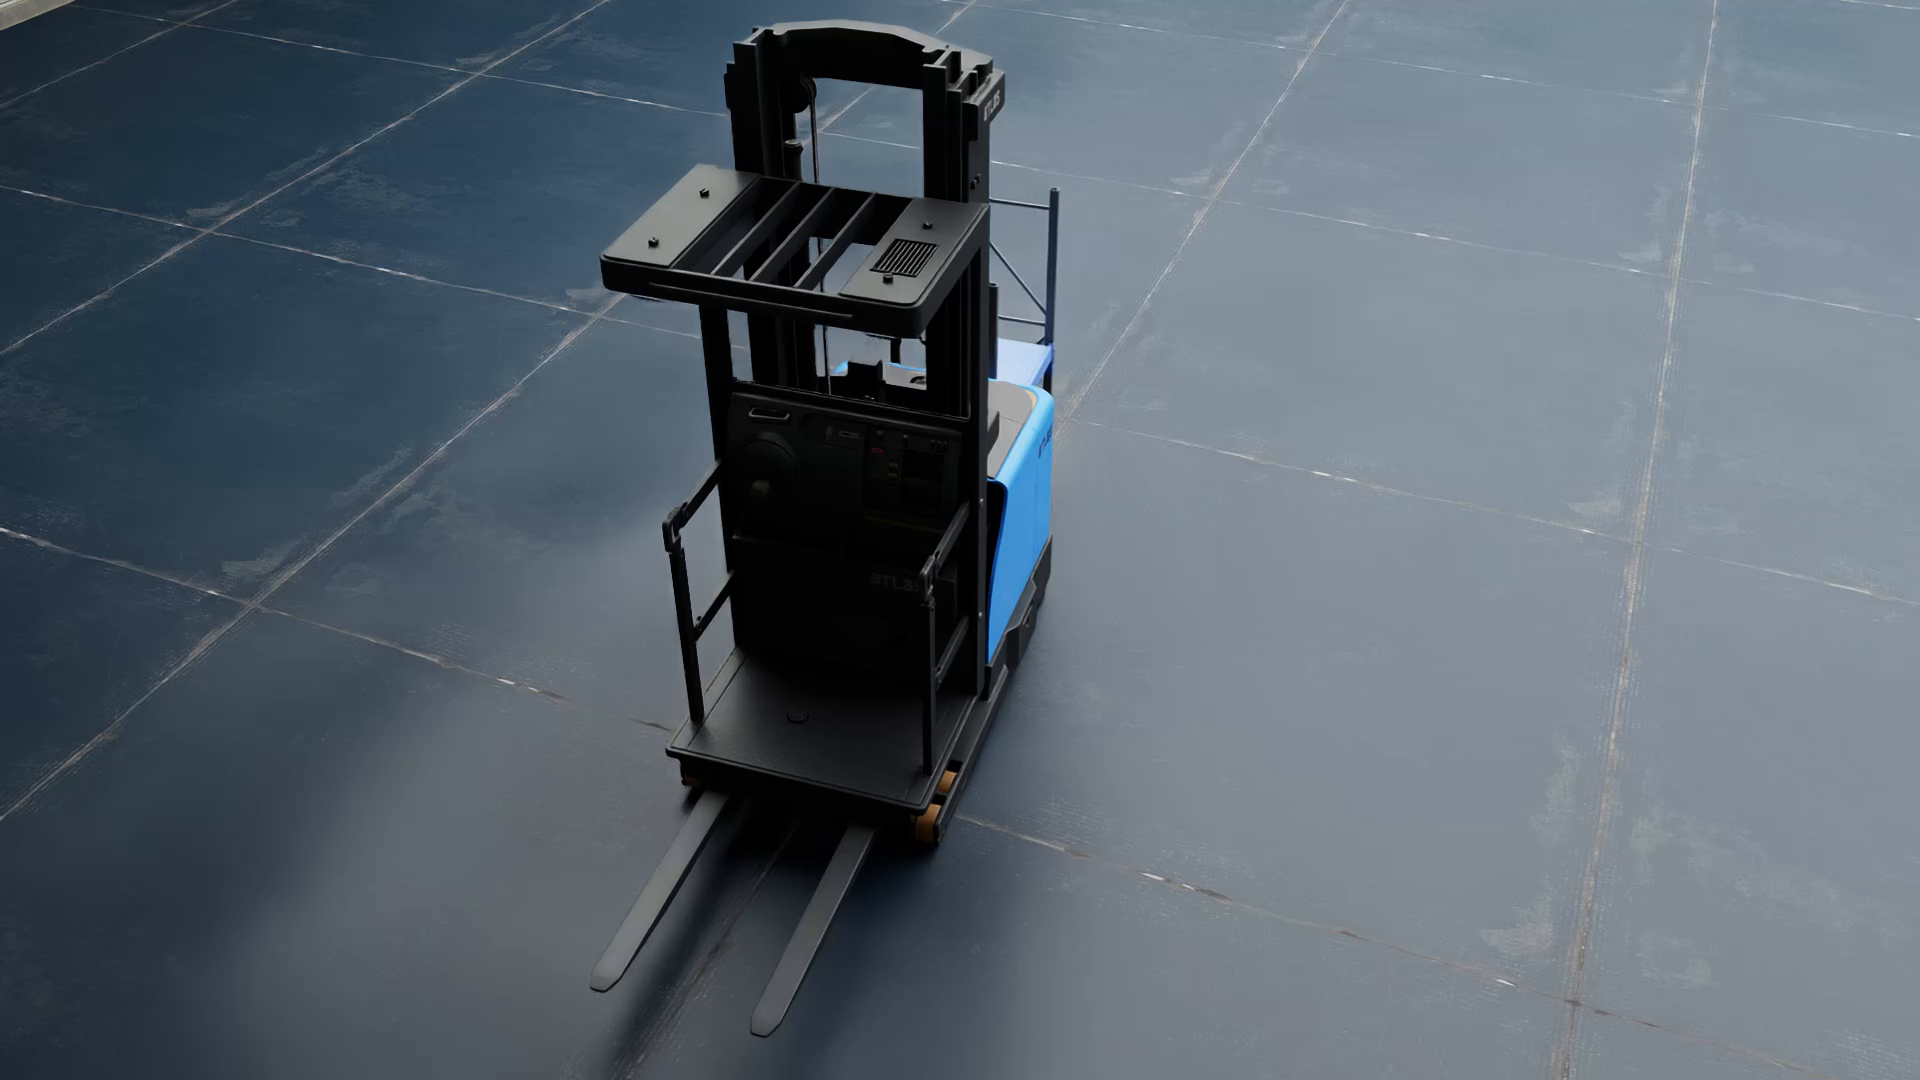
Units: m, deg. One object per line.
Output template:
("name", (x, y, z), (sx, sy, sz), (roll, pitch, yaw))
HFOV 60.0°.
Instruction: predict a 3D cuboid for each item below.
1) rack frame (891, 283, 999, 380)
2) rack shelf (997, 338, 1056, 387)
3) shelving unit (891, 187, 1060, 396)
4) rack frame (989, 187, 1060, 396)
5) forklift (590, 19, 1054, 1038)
("rack frame", (-0.073, -0.551, 7.734), (0.500, 1.500, 0.032), (11, 38, 14))
("rack shelf", (0.084, -0.696, 8.229), (0.538, 0.185, 1.000), (11, 38, 14))
("shelving unit", (0.084, -0.840, 8.121), (0.538, 1.500, 1.048), (11, 38, 14))
("rack frame", (0.240, -1.130, 8.509), (0.500, 1.500, 0.032), (11, 38, 14))
("forklift", (-0.507, -0.236, 6.117), (1.130, 2.935, 3.031), (11, 38, 14))
